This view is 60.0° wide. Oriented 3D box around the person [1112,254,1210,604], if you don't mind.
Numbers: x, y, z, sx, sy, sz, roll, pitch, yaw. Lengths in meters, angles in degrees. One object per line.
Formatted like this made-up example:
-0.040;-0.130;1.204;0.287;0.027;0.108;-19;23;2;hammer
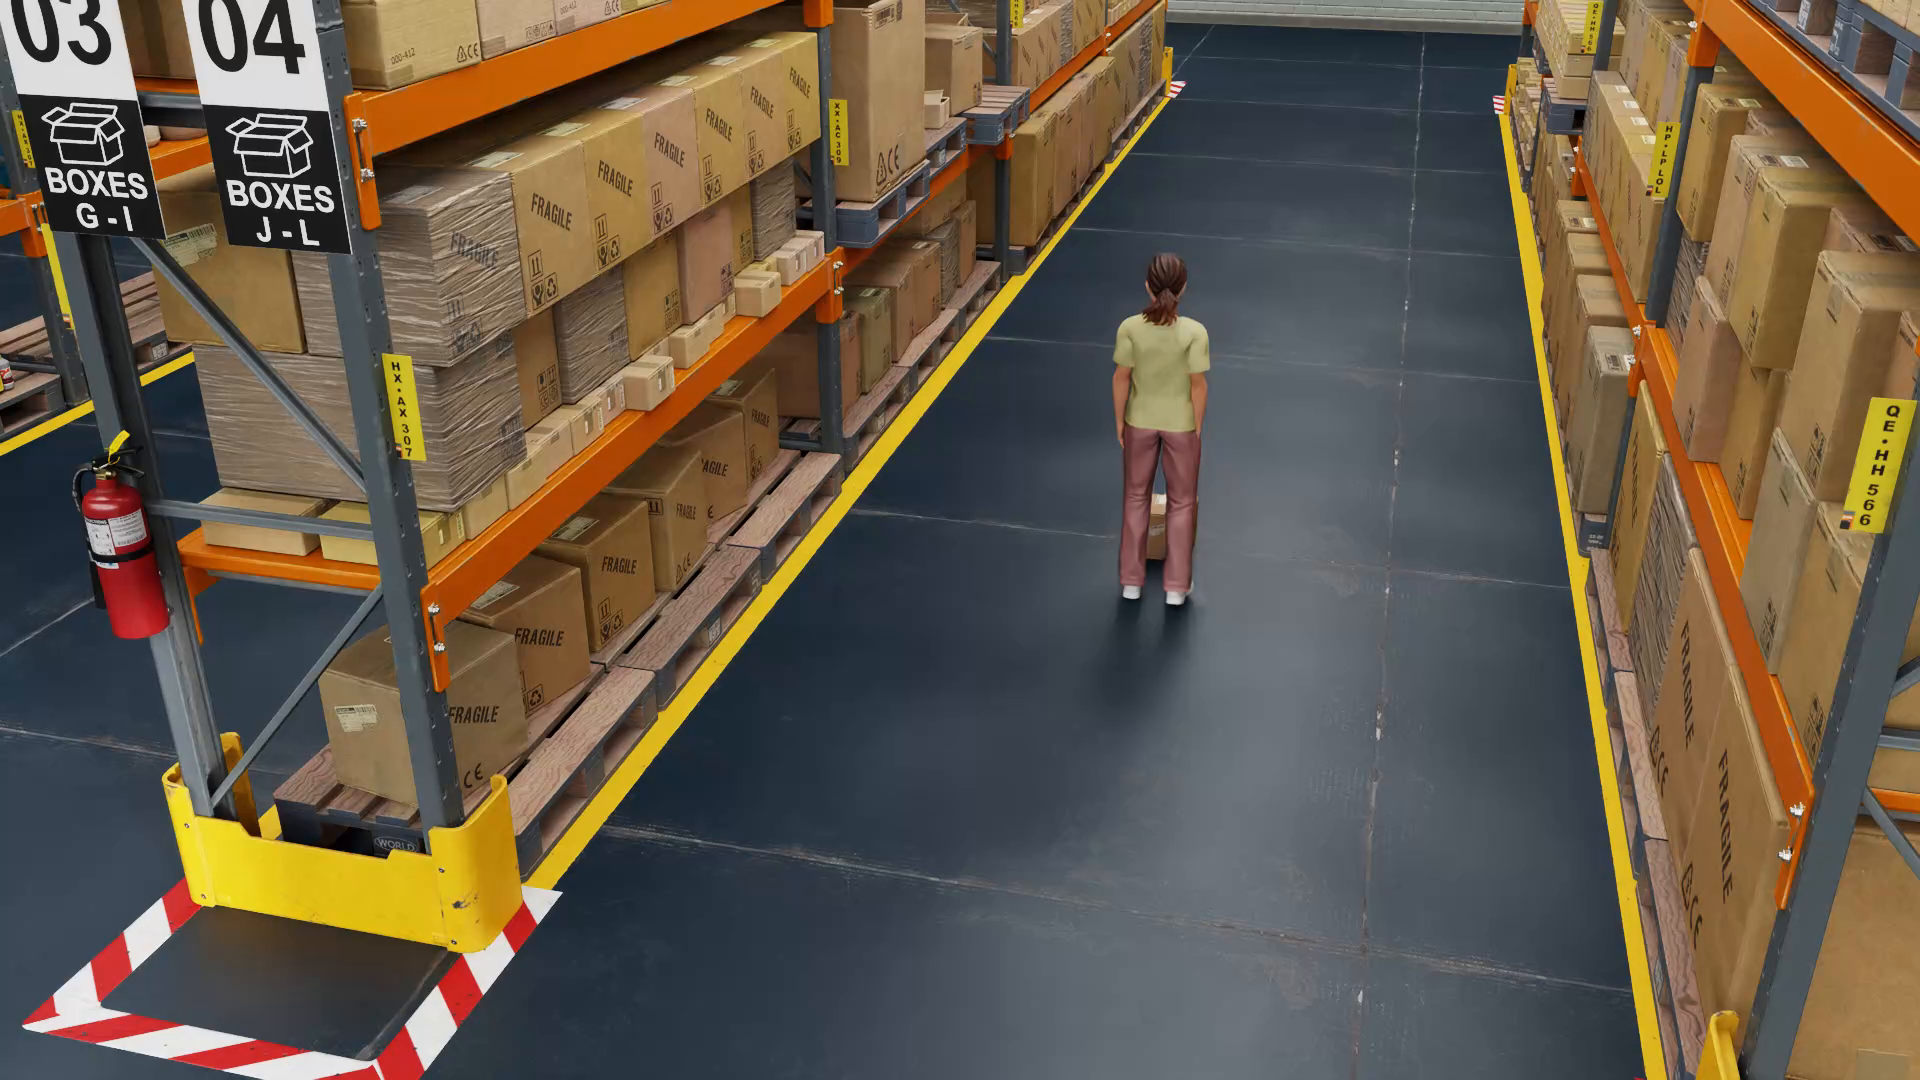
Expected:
0.918;-0.500;7.679;0.443;1.680;0.362;7;26;14;person
